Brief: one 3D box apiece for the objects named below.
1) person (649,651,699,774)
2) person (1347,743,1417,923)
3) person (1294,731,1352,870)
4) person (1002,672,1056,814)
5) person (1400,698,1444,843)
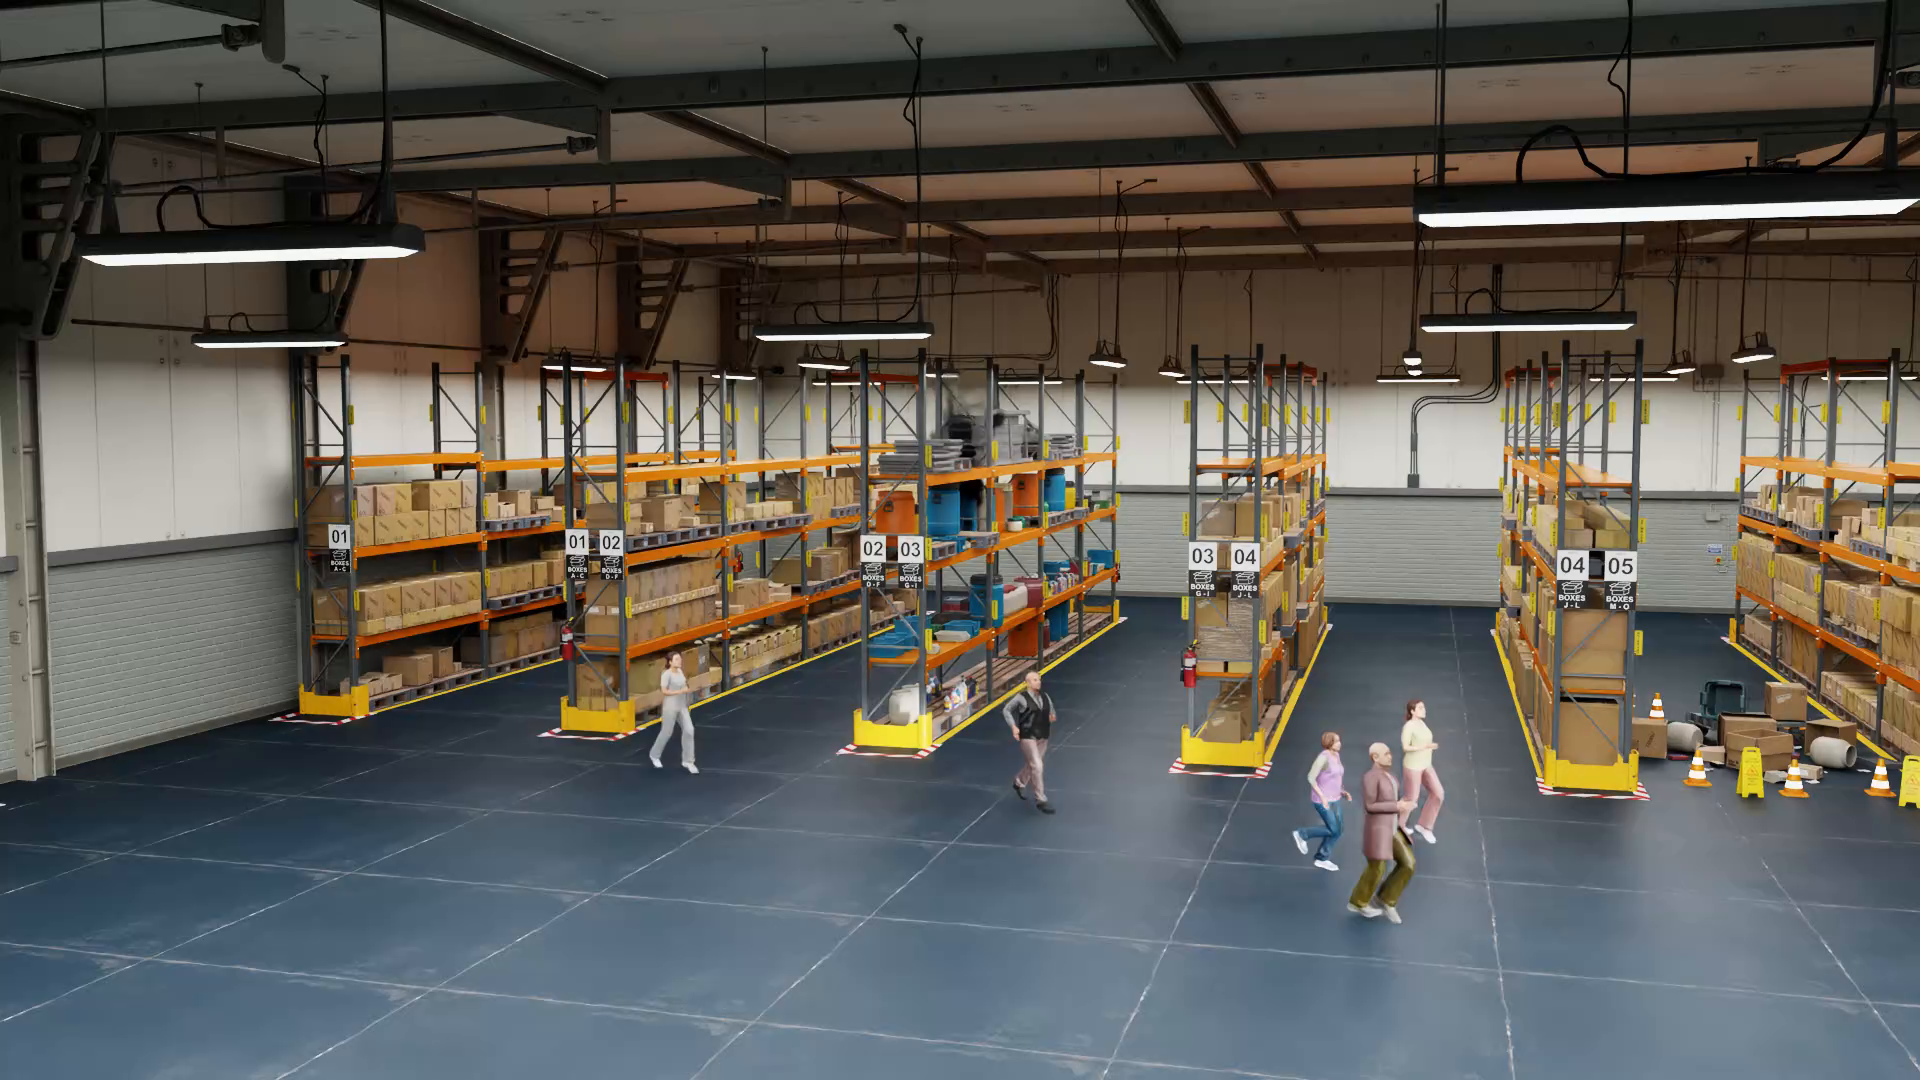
[{"bbox_3d":[-4.037,2.406,23.340,0.832,1.712,0.580,3,5,34],"label":"person"},{"bbox_3d":[4.186,2.899,16.376,0.754,1.814,0.688,4,6,41],"label":"person"},{"bbox_3d":[4.005,2.864,18.374,0.574,1.554,0.523,4,6,40],"label":"person"},{"bbox_3d":[0.932,2.532,21.096,0.658,1.715,0.947,-3,5,-38],"label":"person"},{"bbox_3d":[5.373,2.705,19.545,0.558,1.705,0.670,-3,5,-38],"label":"person"}]
